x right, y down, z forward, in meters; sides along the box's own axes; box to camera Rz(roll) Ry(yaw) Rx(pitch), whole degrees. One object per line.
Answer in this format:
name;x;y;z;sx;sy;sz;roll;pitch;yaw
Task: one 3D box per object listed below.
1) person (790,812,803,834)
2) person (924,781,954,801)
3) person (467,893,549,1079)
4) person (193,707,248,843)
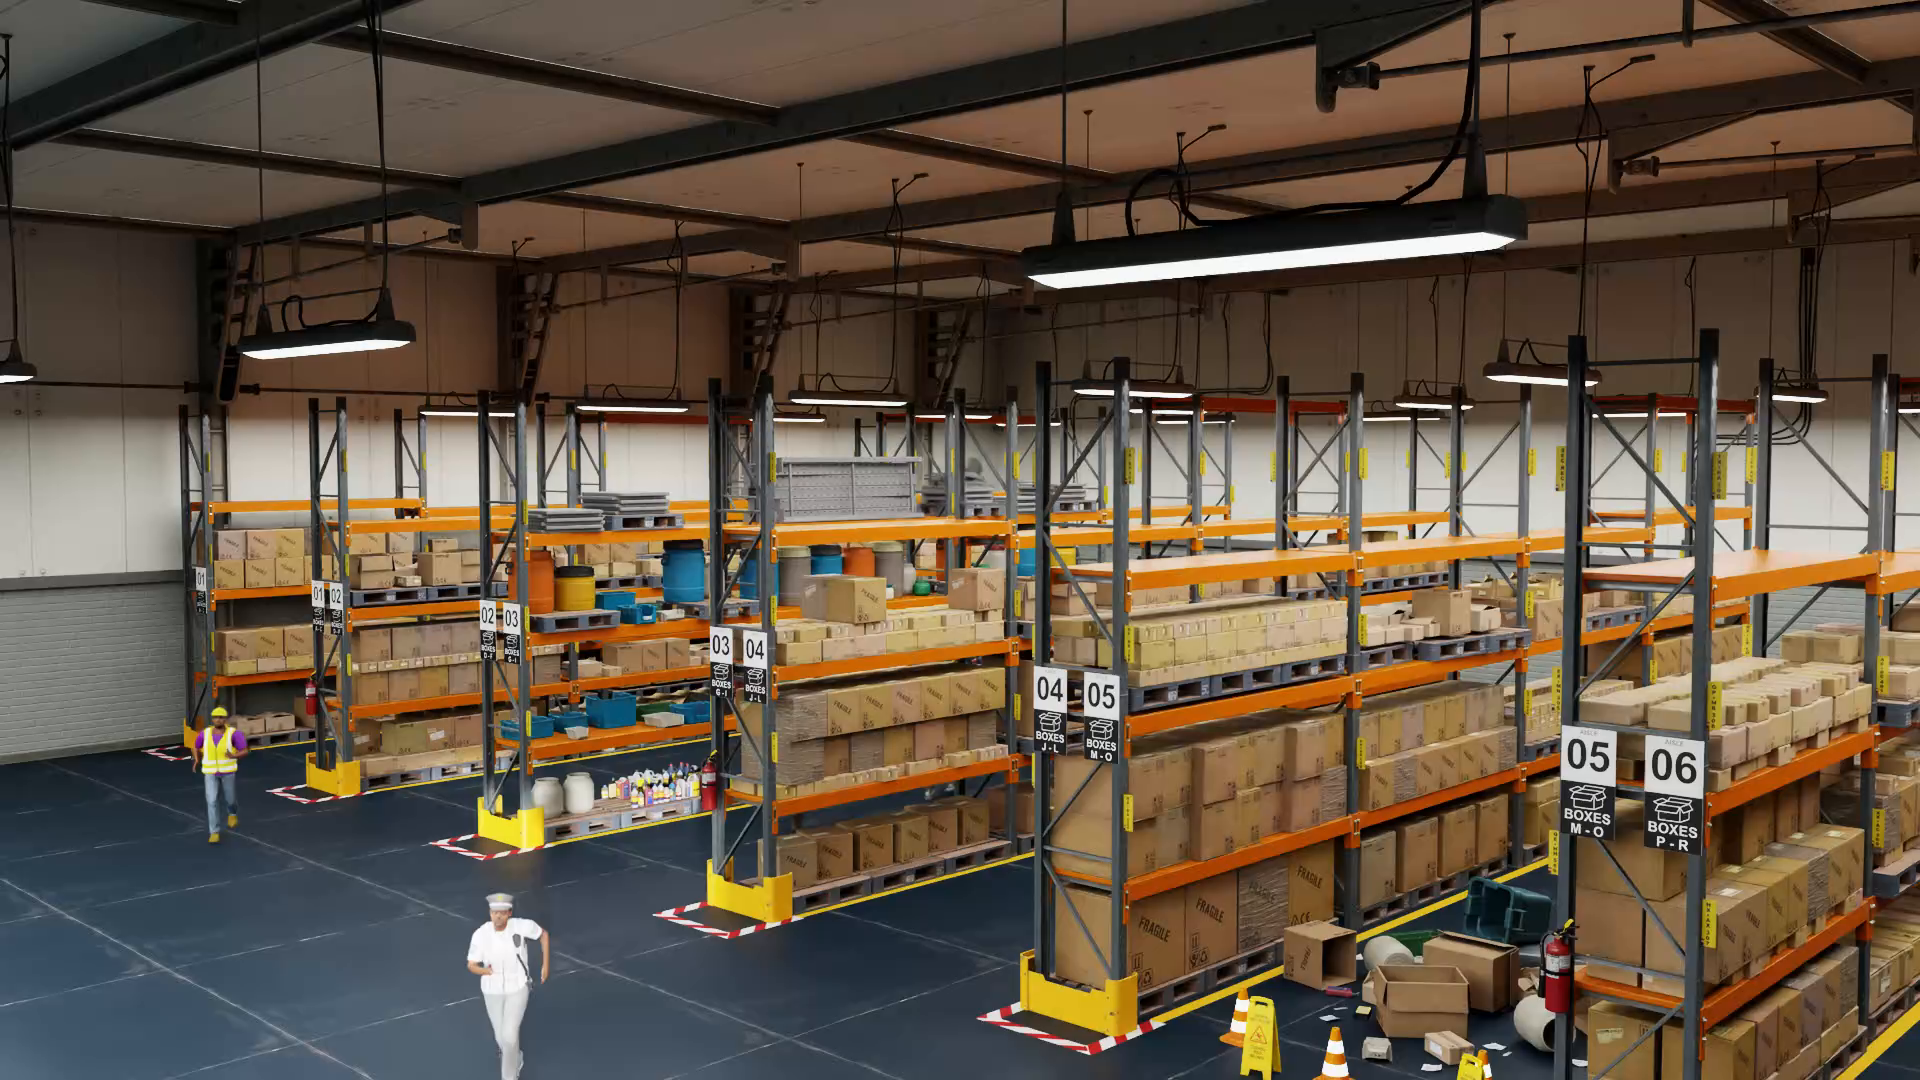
person;-2.177;3.151;22.433;0.664;1.683;0.625;1;3;18
person;-0.252;3.113;24.891;0.515;1.537;0.760;2;3;31
person;-3.617;3.623;13.315;0.601;1.704;0.817;0;3;-5
person;-9.886;3.106;22.219;0.711;1.748;0.955;-1;3;-16
